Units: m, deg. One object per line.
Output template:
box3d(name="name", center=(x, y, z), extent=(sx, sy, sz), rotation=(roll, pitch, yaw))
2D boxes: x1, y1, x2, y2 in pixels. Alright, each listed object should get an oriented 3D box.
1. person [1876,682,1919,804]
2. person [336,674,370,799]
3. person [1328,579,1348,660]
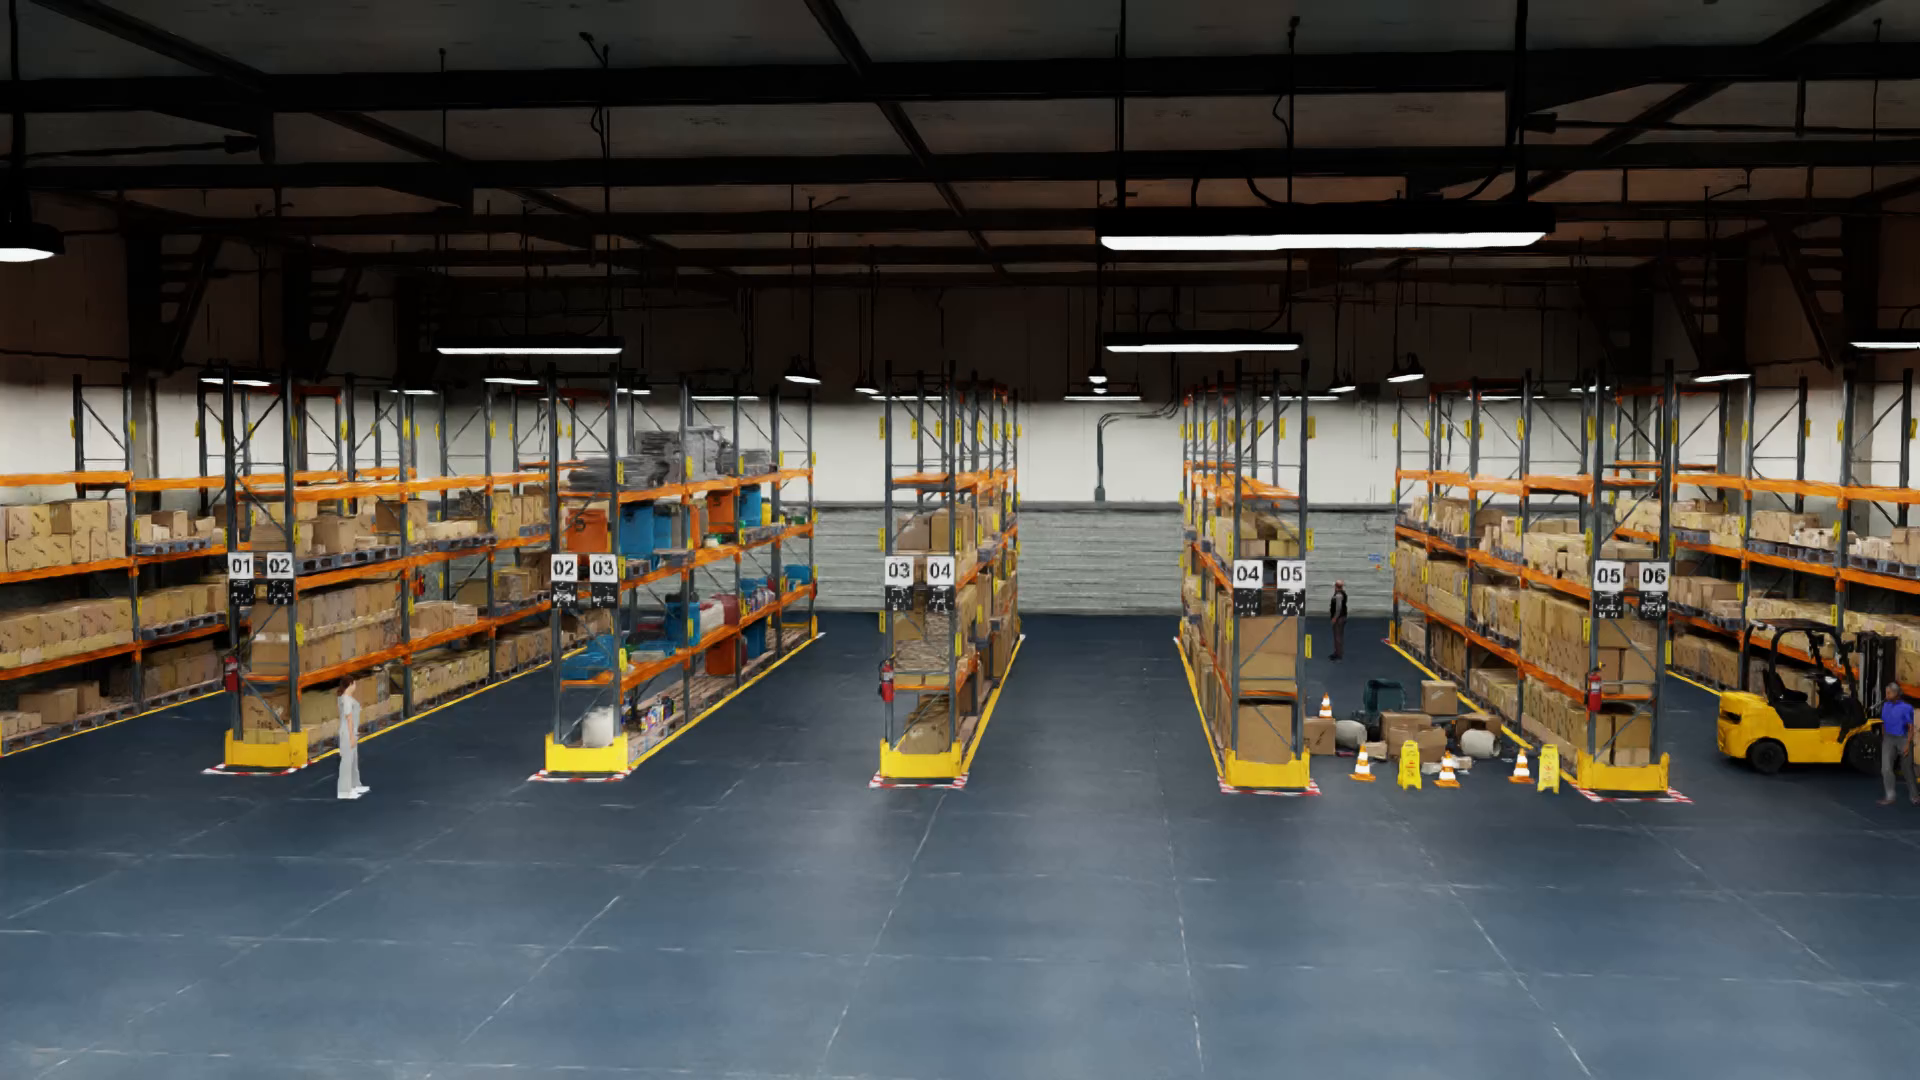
box3d(name="person", center=(12.602, 2.725, 22.273), extent=(0.598, 1.629, 0.507), rotation=(-2, 4, -29))
box3d(name="person", center=(-8.293, 2.660, 22.695), extent=(0.441, 1.675, 0.496), rotation=(-2, 4, -25))
box3d(name="person", center=(8.309, 1.742, 36.552), extent=(0.410, 1.761, 0.581), rotation=(2, 4, 23))
